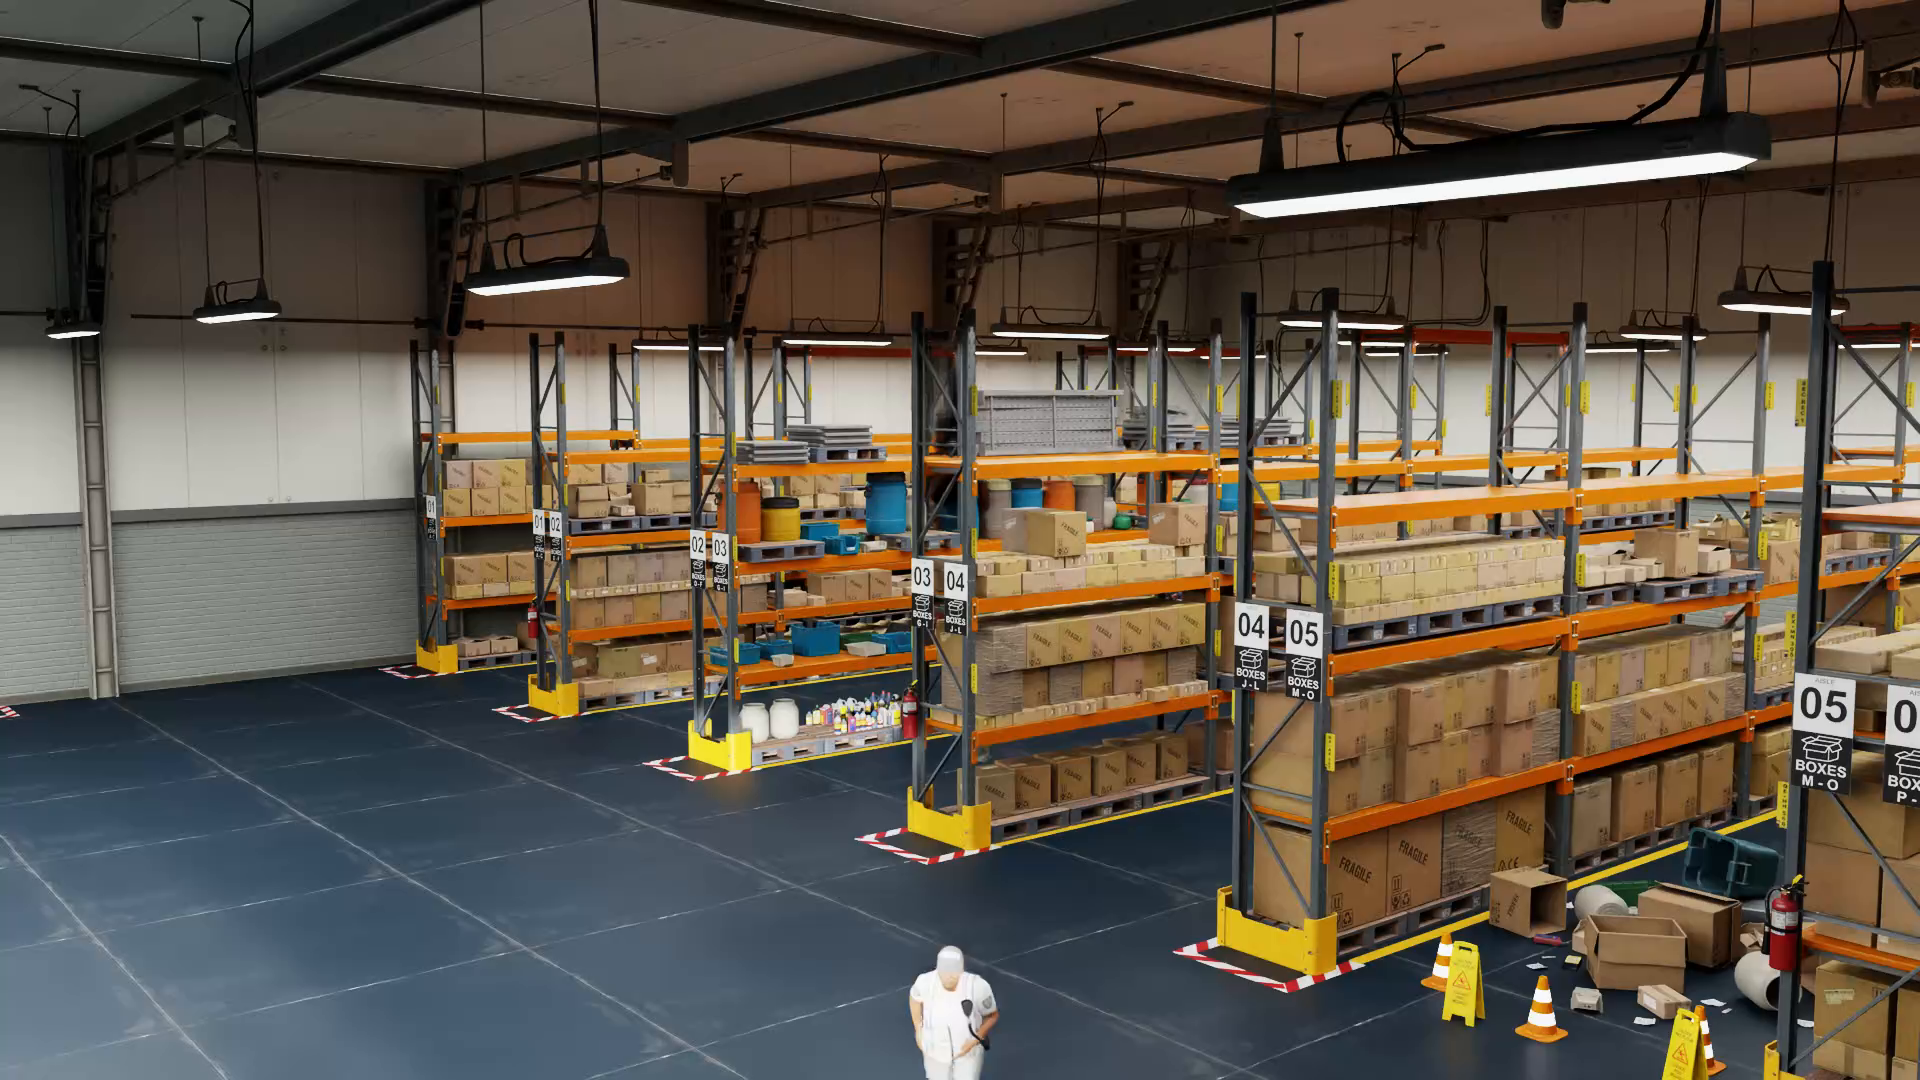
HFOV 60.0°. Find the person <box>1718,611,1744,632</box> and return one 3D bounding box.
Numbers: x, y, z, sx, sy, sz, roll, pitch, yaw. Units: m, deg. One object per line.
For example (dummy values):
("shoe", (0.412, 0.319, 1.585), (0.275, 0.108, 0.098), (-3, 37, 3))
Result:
("person", (11.972, 1.941, 25.920), (0.585, 1.682, 0.661), (-4, 7, -40))

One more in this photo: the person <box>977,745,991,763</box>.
("person", (0.155, 2.150, 21.669), (0.598, 1.608, 0.815), (4, 6, 34))

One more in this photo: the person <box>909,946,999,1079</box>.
("person", (-0.042, 3.387, 10.941), (0.599, 1.604, 0.767), (0, 5, 3))
